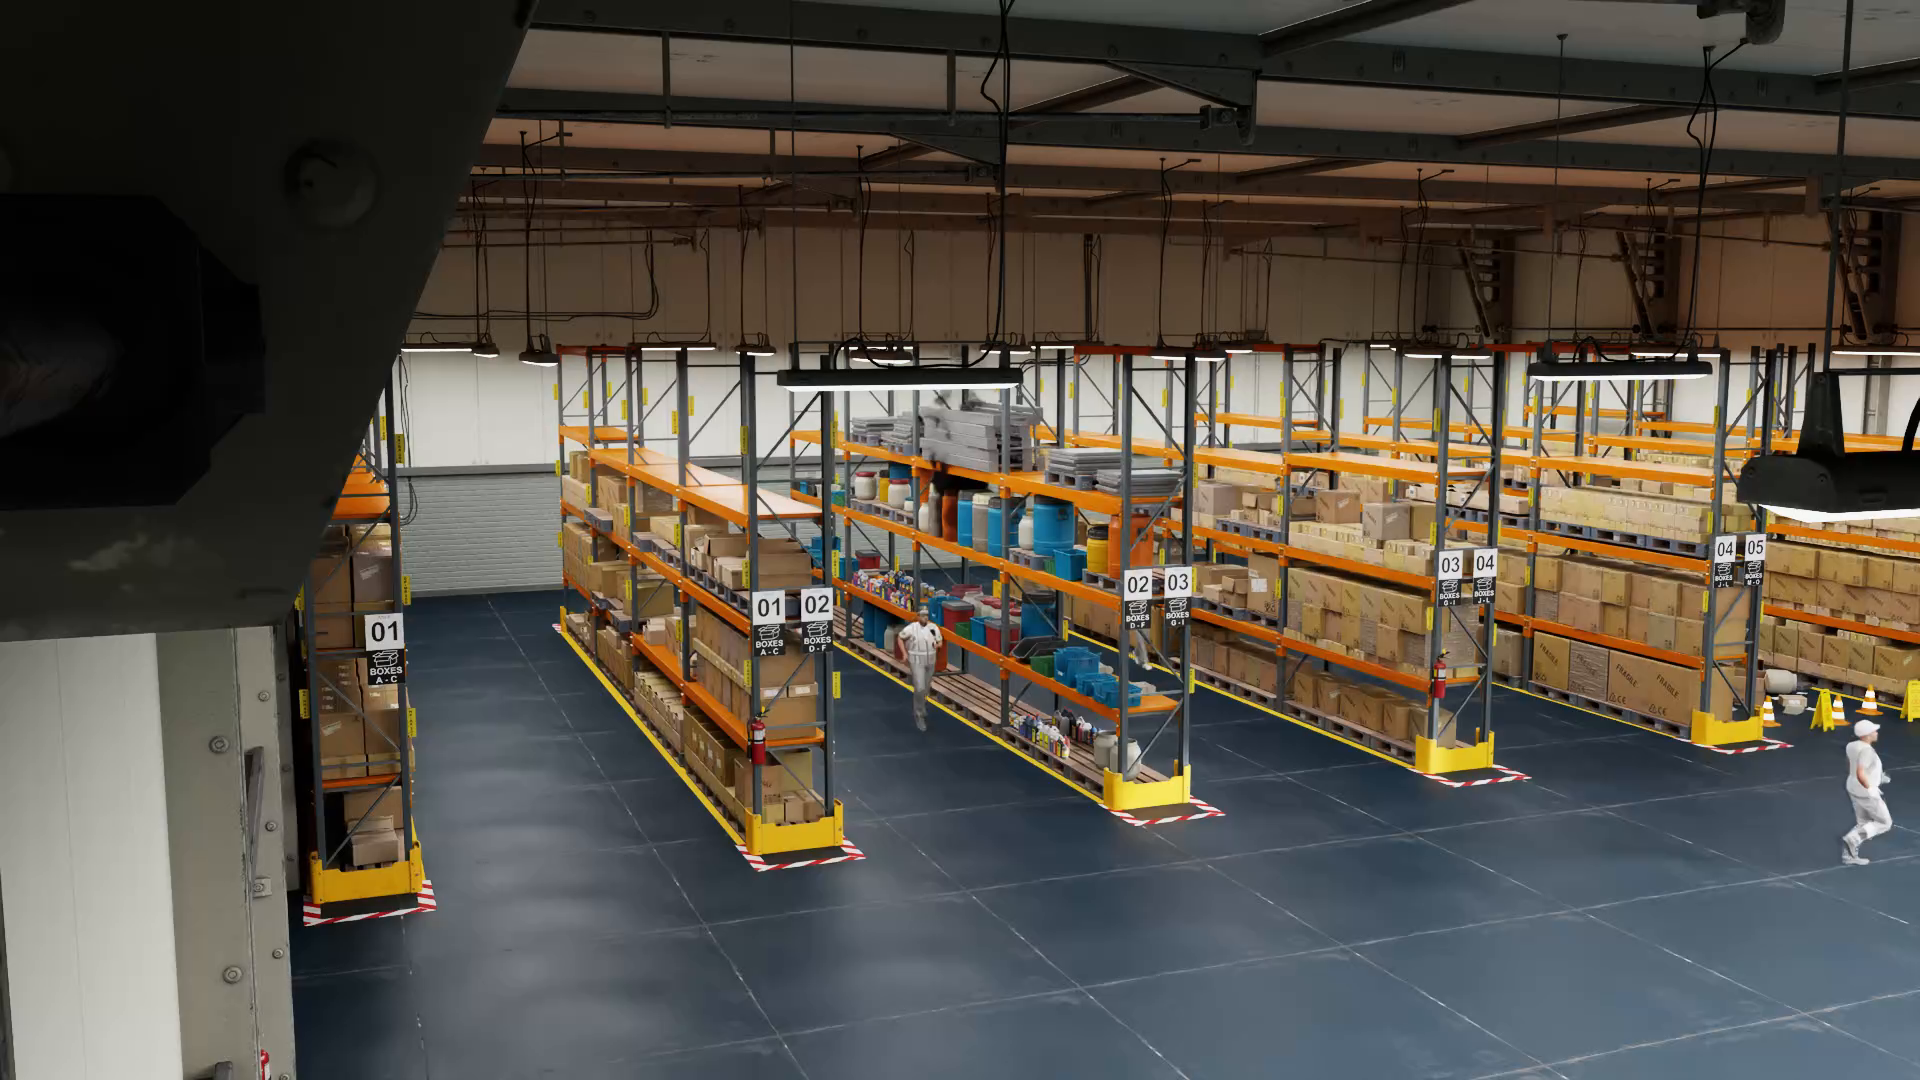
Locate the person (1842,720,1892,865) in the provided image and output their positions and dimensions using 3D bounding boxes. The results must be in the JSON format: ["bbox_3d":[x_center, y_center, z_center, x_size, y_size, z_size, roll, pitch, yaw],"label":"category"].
[{"bbox_3d":[10.707,2.983,19.617,0.587,1.739,0.656,1,7,5],"label":"person"}]

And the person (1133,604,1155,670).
[{"bbox_3d":[3.235,1.465,29.678,0.576,1.645,0.694,-3,8,-22],"label":"person"}]

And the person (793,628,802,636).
[{"bbox_3d":[-2.617,1.594,28.338,0.635,1.786,0.617,-4,8,-30],"label":"person"}]

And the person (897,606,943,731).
[{"bbox_3d":[-0.563,1.950,25.594,0.631,1.914,0.741,-4,8,-28],"label":"person"}]
